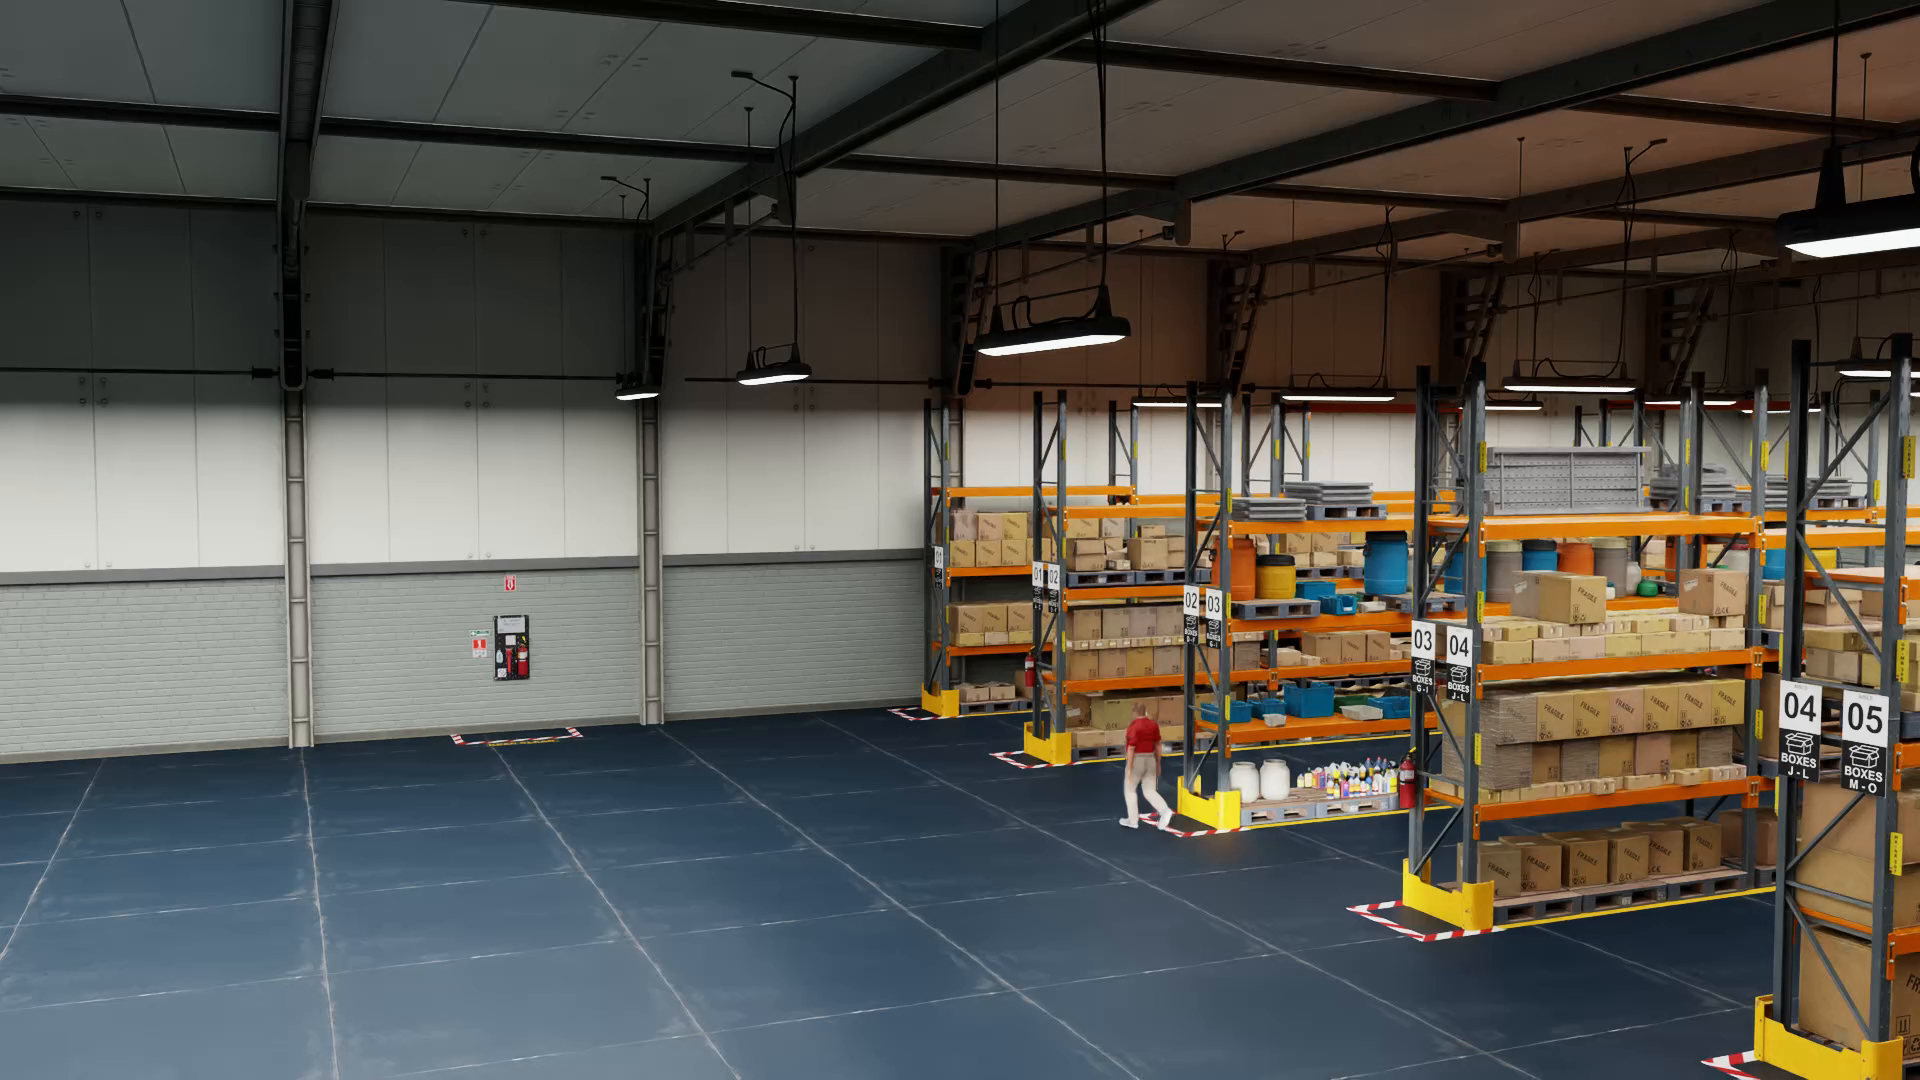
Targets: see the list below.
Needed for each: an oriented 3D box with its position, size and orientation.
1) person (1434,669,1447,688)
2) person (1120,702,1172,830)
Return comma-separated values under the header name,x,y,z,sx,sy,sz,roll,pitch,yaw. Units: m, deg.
name,x,y,z,sx,sy,sz,roll,pitch,yaw
person,9.676,2.330,32.899,1.050,1.721,0.577,-2,4,-27
person,2.467,3.002,22.100,0.566,1.687,0.842,-2,4,-30
